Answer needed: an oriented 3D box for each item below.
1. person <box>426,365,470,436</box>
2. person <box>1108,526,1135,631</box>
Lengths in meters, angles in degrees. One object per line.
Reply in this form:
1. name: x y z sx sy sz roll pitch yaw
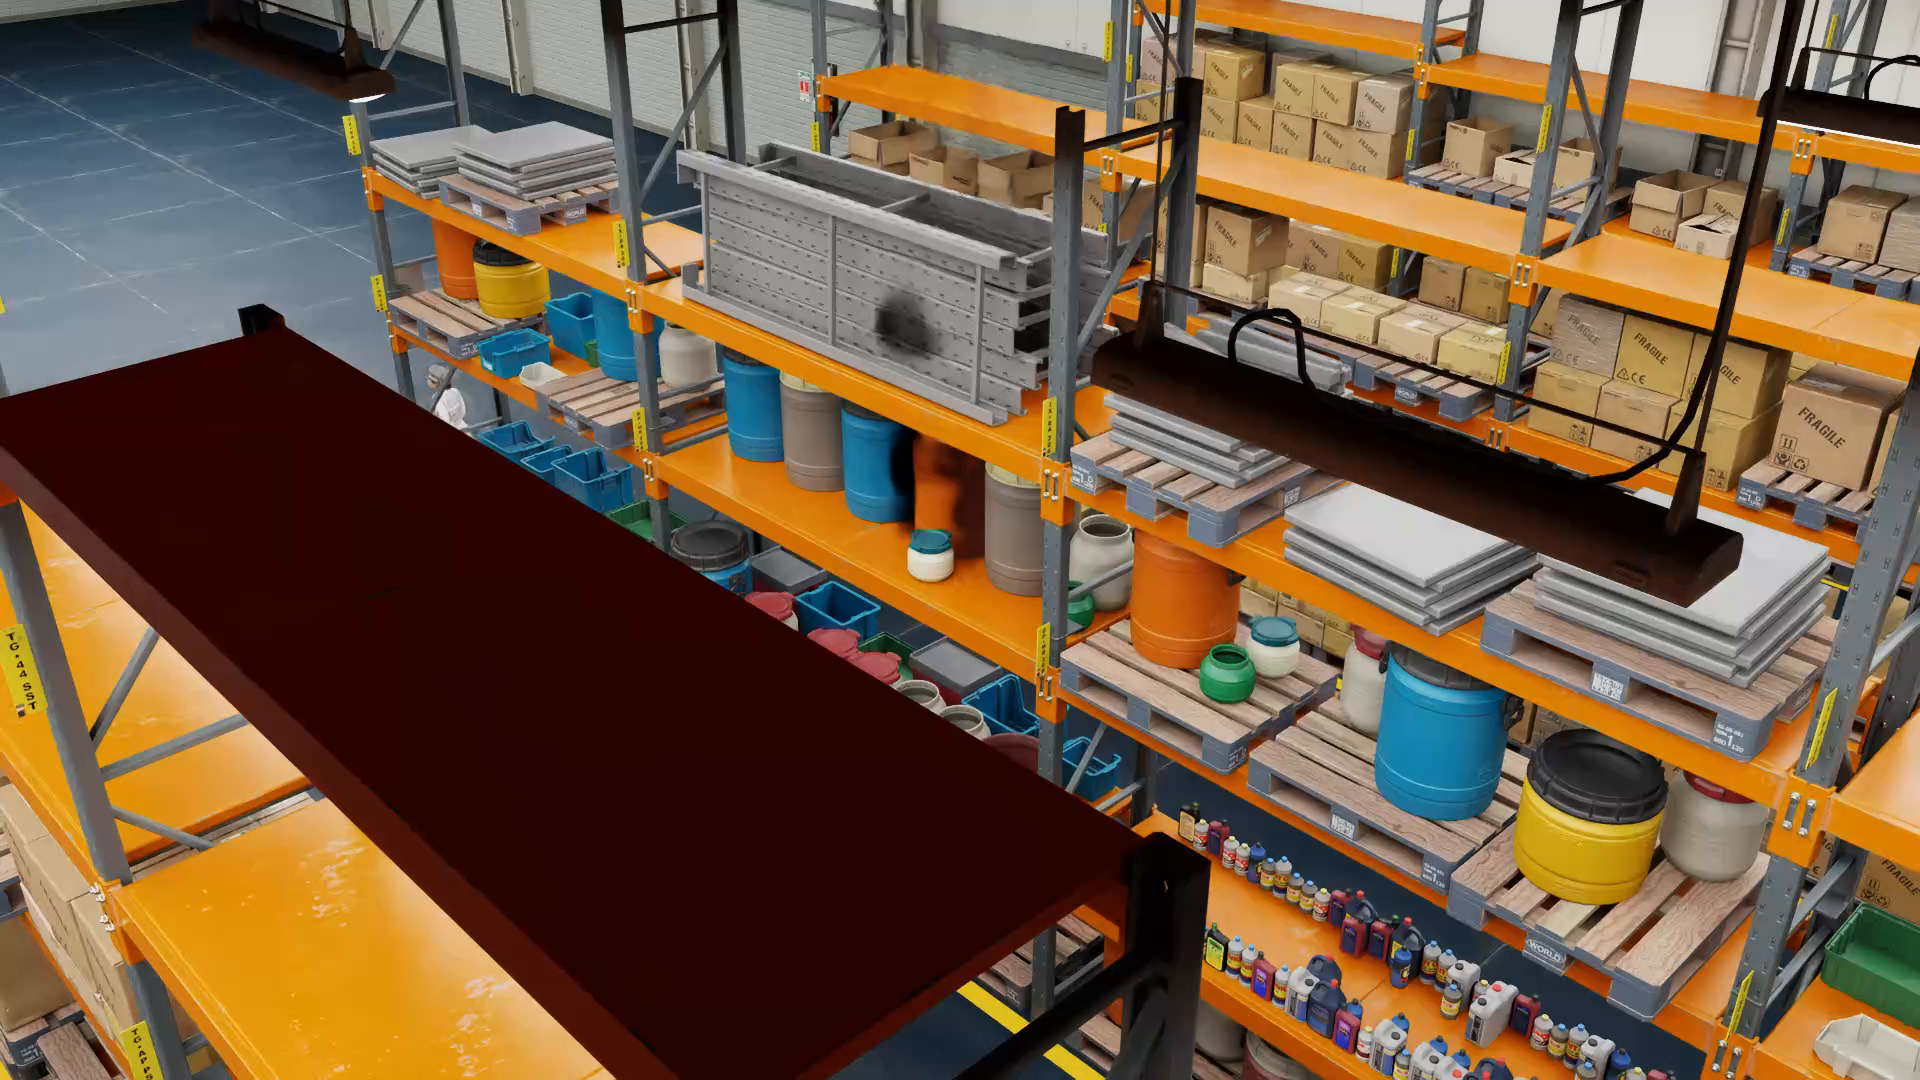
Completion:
1. person: -5.251 -1.007 16.988 0.541 1.640 0.615 6 29 11
2. person: 1.406 0.666 13.256 0.816 1.694 0.556 20 34 33
